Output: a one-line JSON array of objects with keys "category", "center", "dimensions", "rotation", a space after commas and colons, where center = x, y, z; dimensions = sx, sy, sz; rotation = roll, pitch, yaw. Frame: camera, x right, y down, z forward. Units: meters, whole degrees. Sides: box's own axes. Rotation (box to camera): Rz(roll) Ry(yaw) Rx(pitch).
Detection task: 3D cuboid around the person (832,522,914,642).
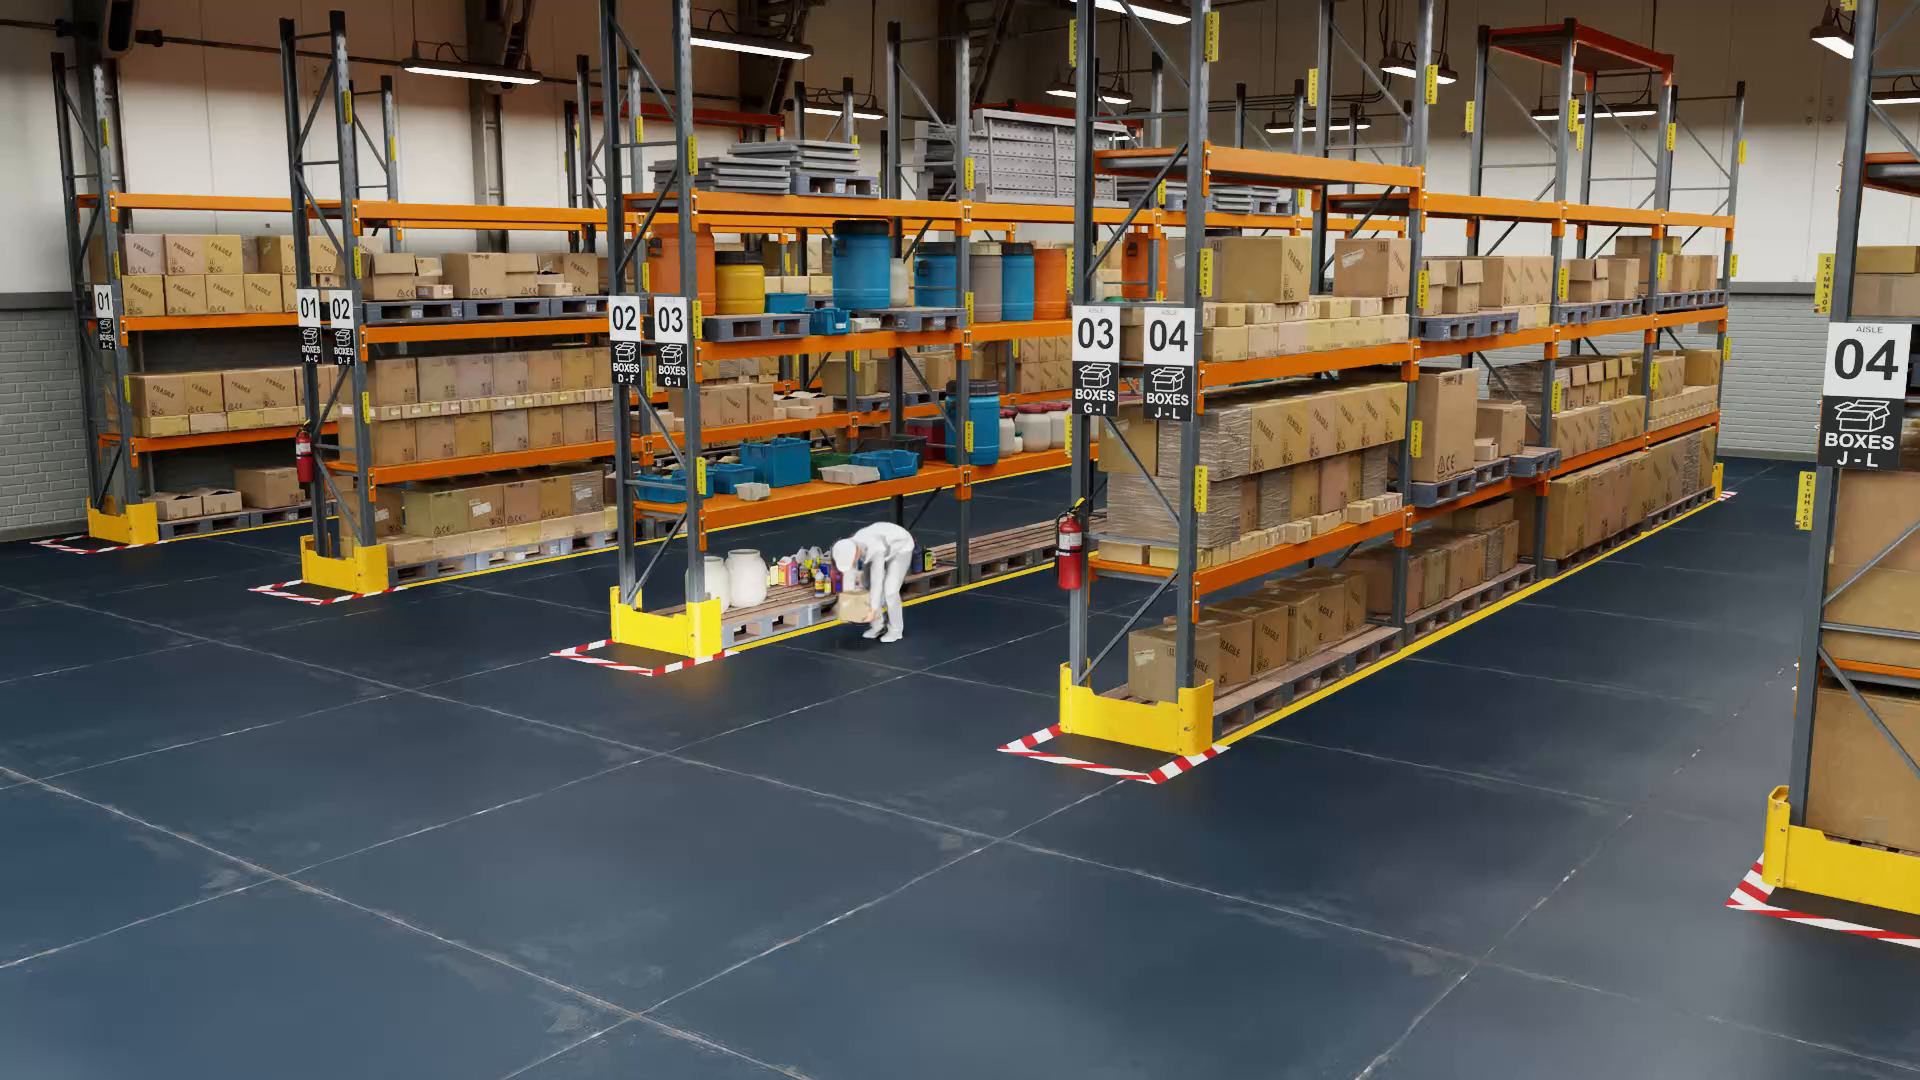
[{"category": "person", "center": [-0.833, 0.412, 15.405], "dimensions": [0.466, 1.101, 1.012], "rotation": [7, 12, 34]}]
